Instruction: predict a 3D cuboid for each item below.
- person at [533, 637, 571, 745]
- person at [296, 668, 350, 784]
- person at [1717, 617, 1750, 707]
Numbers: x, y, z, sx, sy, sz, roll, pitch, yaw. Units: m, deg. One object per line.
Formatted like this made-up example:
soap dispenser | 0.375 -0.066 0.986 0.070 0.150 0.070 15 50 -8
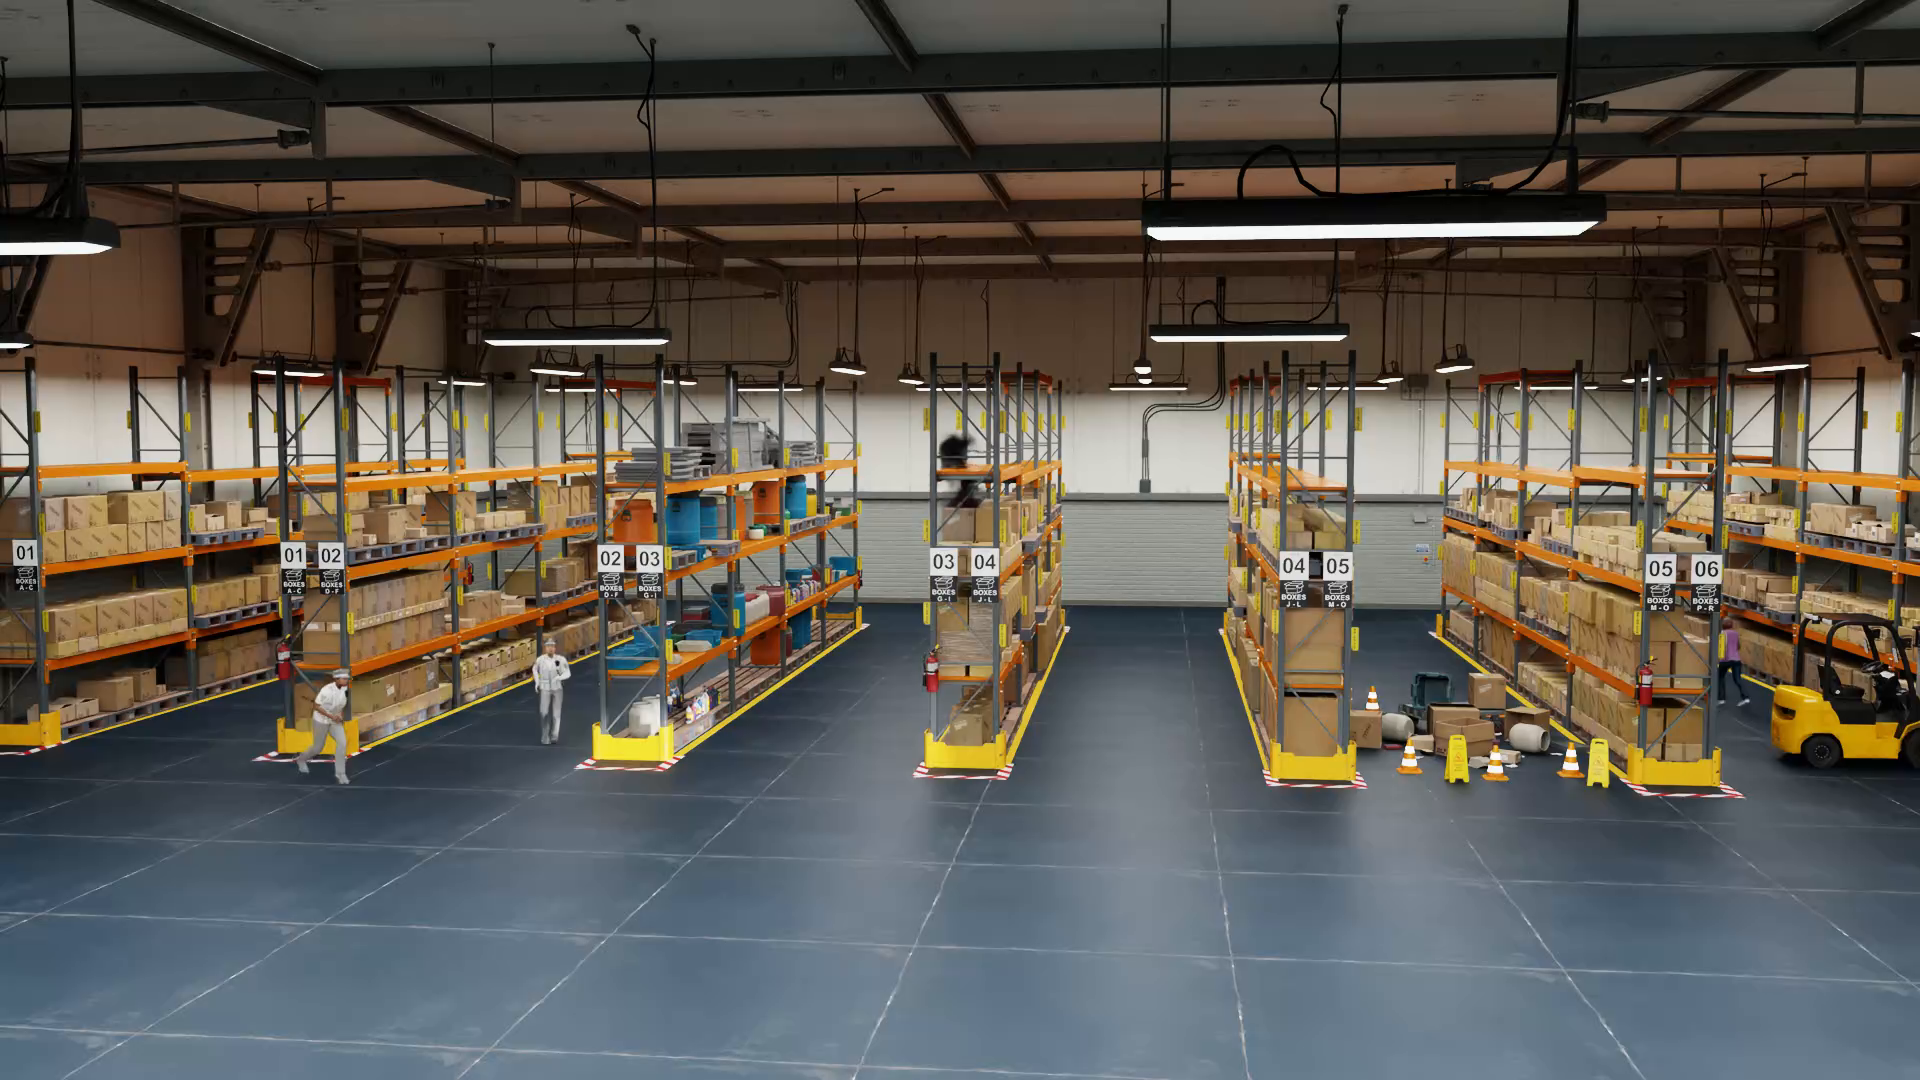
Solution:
person | -6.333 2.334 25.754 0.602 1.679 0.650 -1 4 -7
person | -8.913 2.583 23.280 0.977 1.629 0.607 2 4 22
person | 13.525 2.208 29.138 0.531 1.463 0.898 -1 4 -8
